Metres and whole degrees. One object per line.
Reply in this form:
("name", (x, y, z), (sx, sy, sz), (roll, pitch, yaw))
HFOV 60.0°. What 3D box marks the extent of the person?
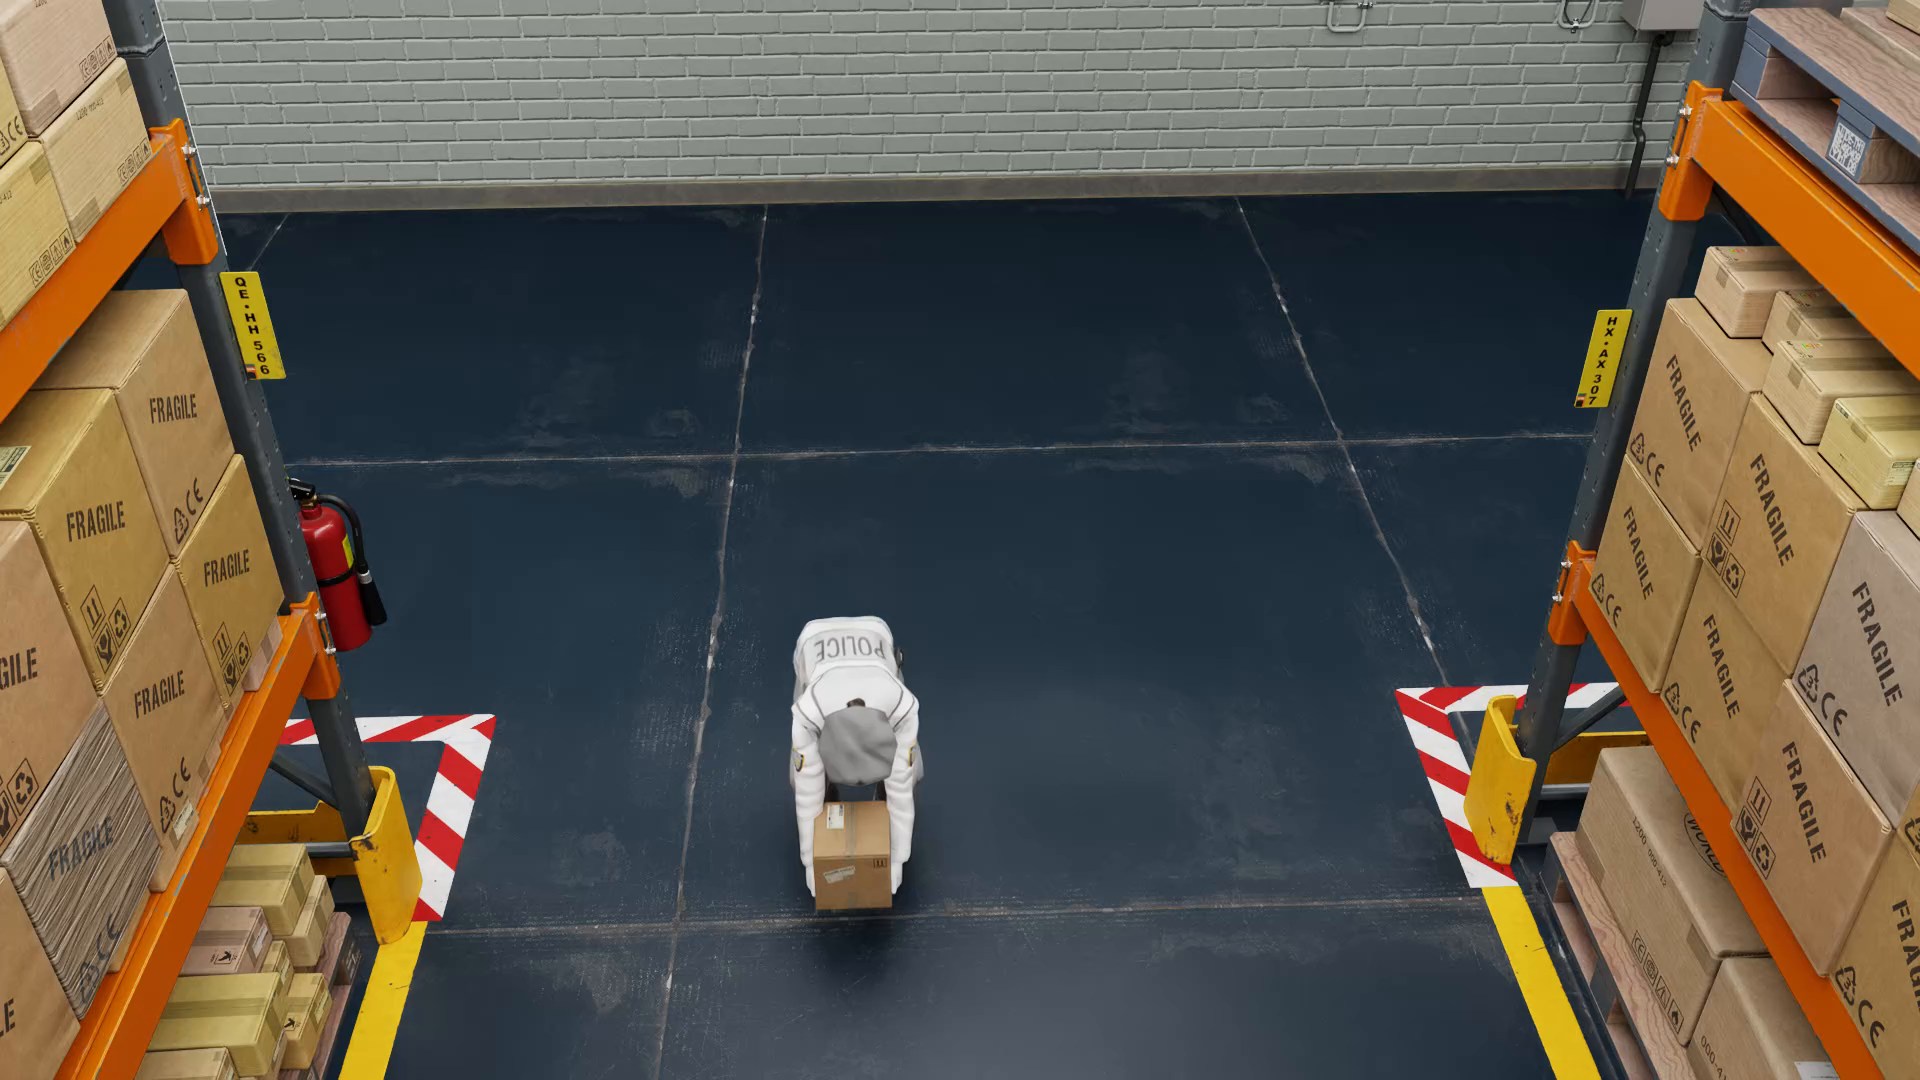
("person", (-0.354, 0.748, 5.679), (0.460, 0.990, 0.917), (-3, 36, -4))
